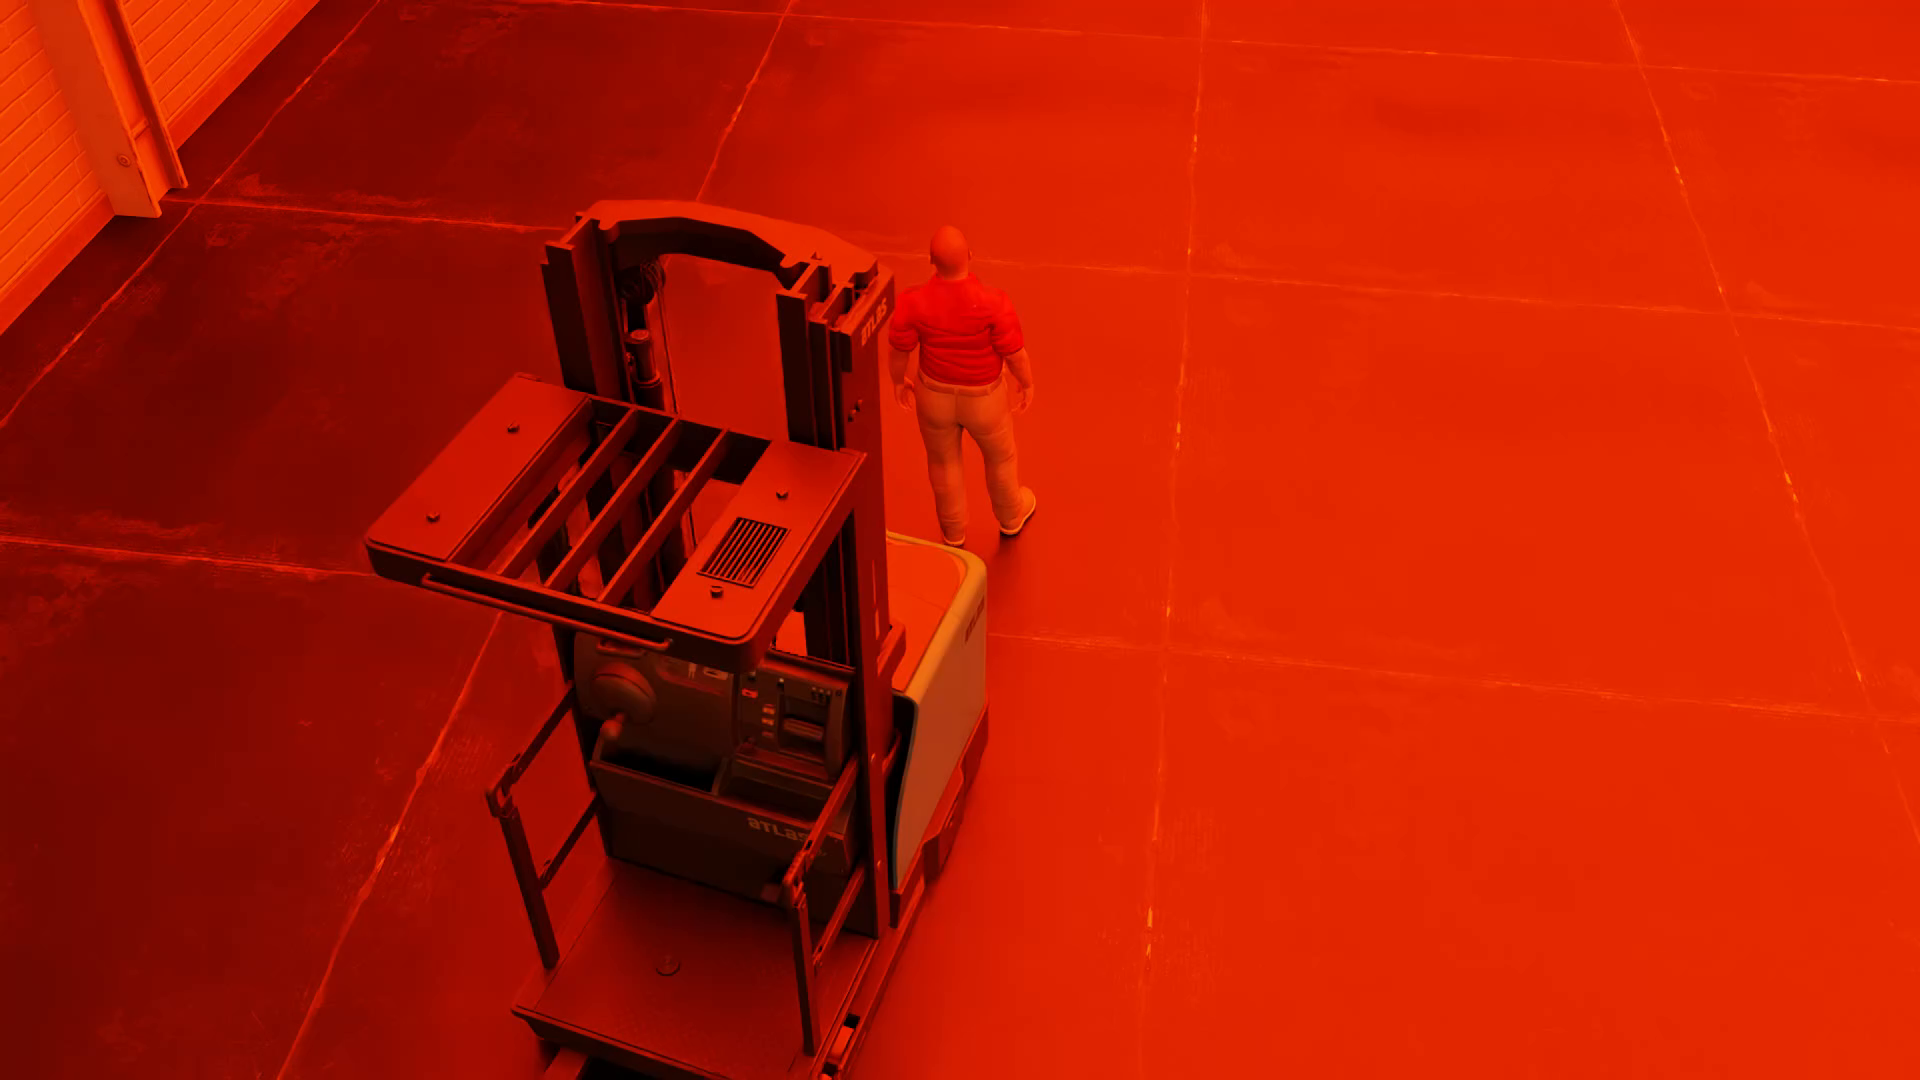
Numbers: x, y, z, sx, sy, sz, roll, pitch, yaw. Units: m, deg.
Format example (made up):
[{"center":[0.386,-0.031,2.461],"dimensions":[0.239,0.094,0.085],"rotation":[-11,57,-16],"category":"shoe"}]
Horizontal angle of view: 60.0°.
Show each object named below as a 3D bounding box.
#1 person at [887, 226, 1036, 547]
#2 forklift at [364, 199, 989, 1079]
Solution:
[{"center":[0.023,-0.701,7.365],"dimensions":[0.641,1.727,0.550],"rotation":[5,43,6],"category":"person"},{"center":[-0.862,0.593,5.079],"dimensions":[1.130,2.935,3.031],"rotation":[14,44,14],"category":"forklift"}]
